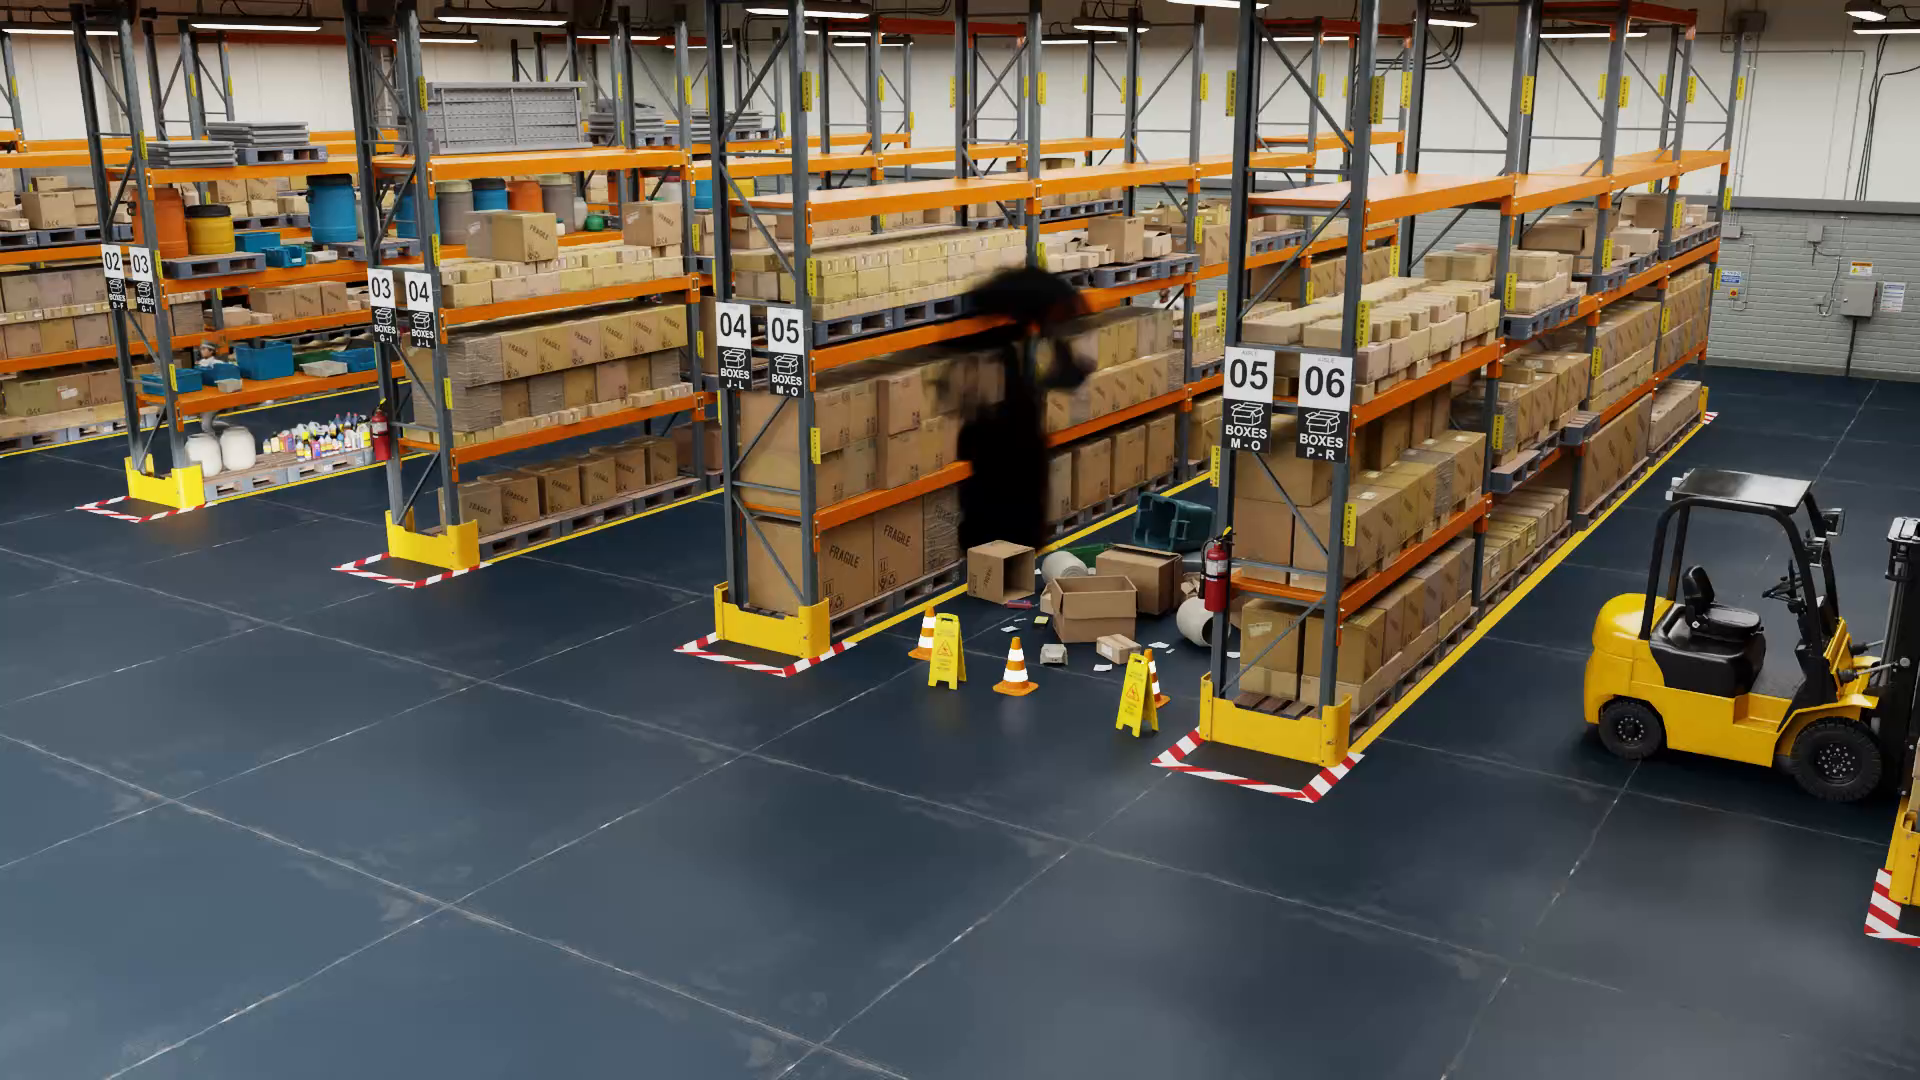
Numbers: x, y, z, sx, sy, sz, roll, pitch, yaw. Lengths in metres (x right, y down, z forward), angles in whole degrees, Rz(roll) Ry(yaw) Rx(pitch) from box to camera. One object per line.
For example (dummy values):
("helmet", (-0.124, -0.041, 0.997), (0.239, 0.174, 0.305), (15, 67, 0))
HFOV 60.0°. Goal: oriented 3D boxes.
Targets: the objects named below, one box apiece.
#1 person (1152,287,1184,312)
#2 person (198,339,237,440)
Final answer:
("person", (3.689, -3.725, 29.460), (0.718, 1.673, 0.579), (11, 19, 34))
("person", (-10.469, -2.003, 23.339), (0.561, 1.663, 0.717), (11, 19, 33))
